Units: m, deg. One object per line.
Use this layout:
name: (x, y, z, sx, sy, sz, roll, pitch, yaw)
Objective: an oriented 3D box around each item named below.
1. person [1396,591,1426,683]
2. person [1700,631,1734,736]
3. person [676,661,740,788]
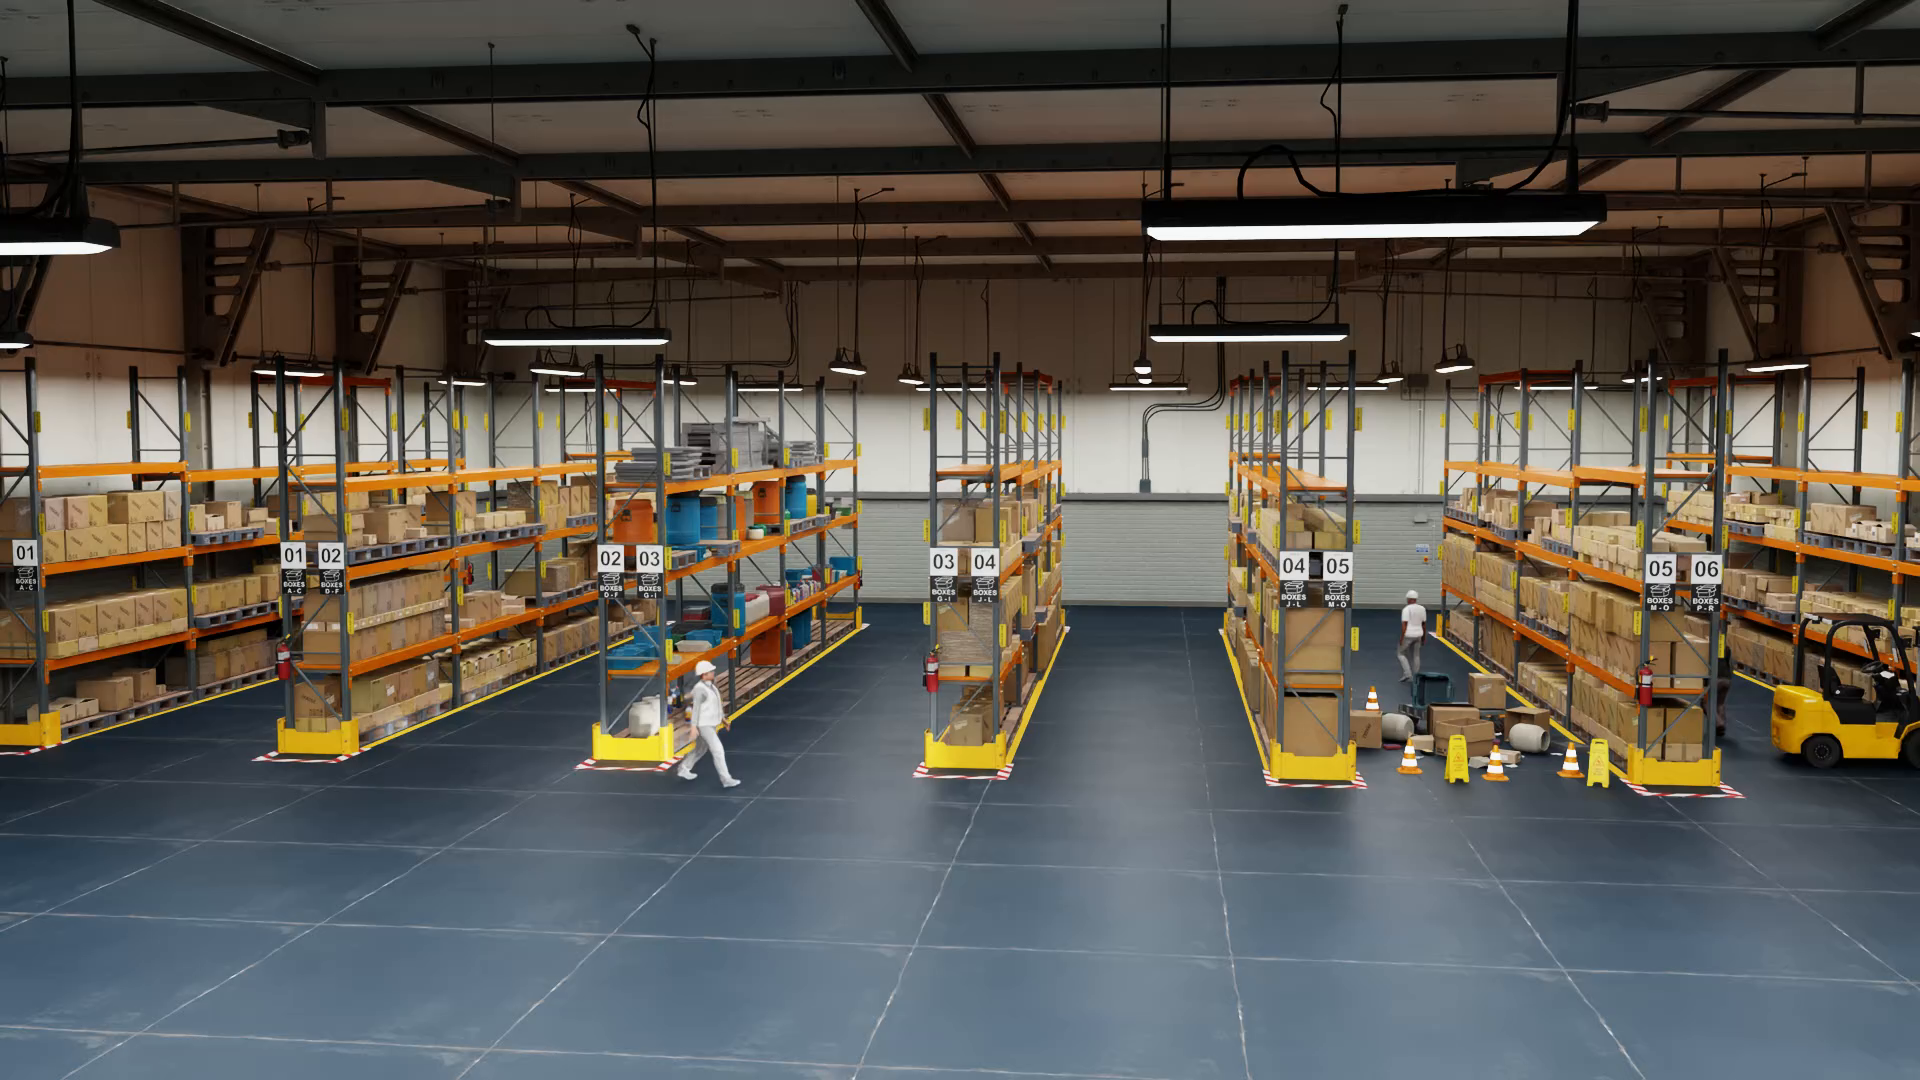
person: (8.695, 1.861, 32.017, 0.612, 1.774, 0.398, -2, 4, -24)
person: (12.122, 2.285, 26.546, 0.601, 1.699, 0.590, -1, 4, -16)
person: (-3.462, 2.519, 22.879, 1.053, 1.731, 0.602, 1, 4, 17)
